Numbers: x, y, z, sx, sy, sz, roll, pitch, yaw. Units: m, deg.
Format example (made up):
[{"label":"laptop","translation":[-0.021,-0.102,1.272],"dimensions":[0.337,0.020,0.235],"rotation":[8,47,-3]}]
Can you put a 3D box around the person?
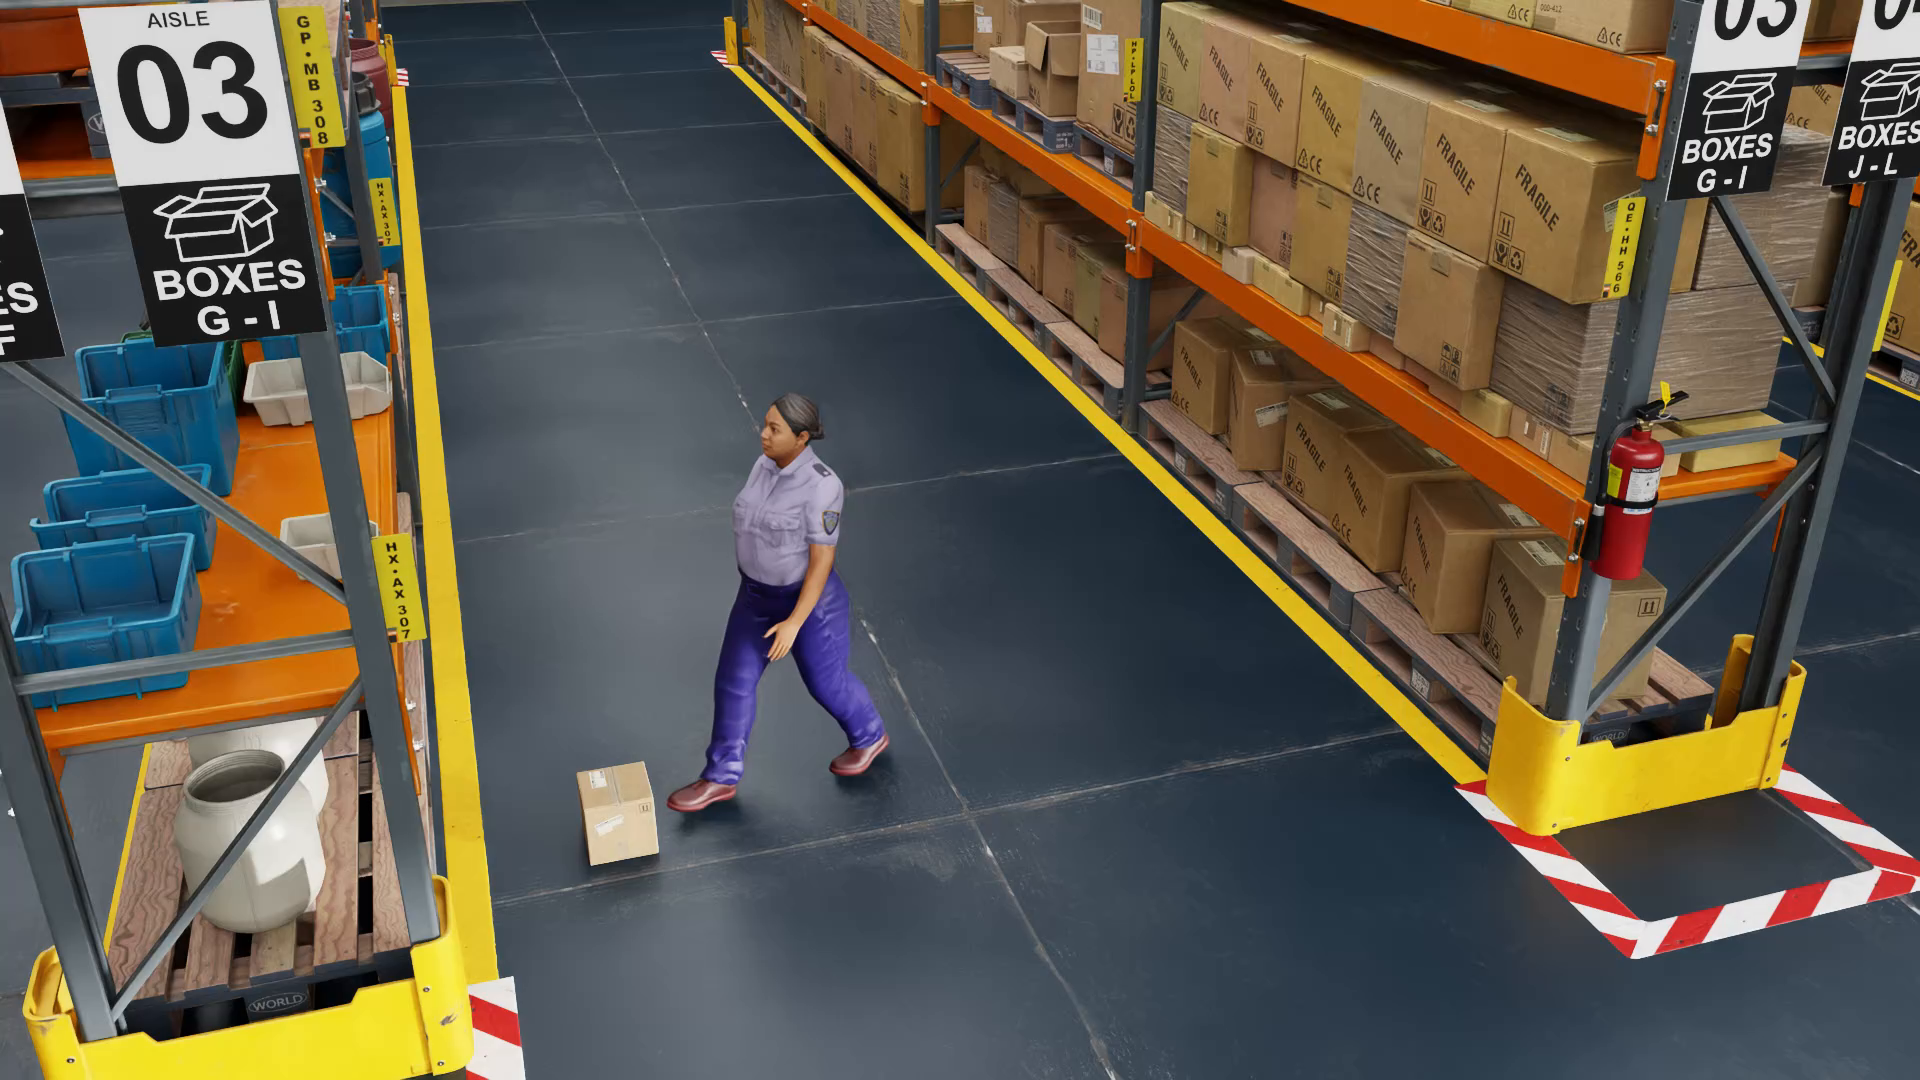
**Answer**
[{"label":"person","translation":[-0.674,0.247,6.133],"dimensions":[0.484,1.601,0.898],"rotation":[21,33,36]}]
